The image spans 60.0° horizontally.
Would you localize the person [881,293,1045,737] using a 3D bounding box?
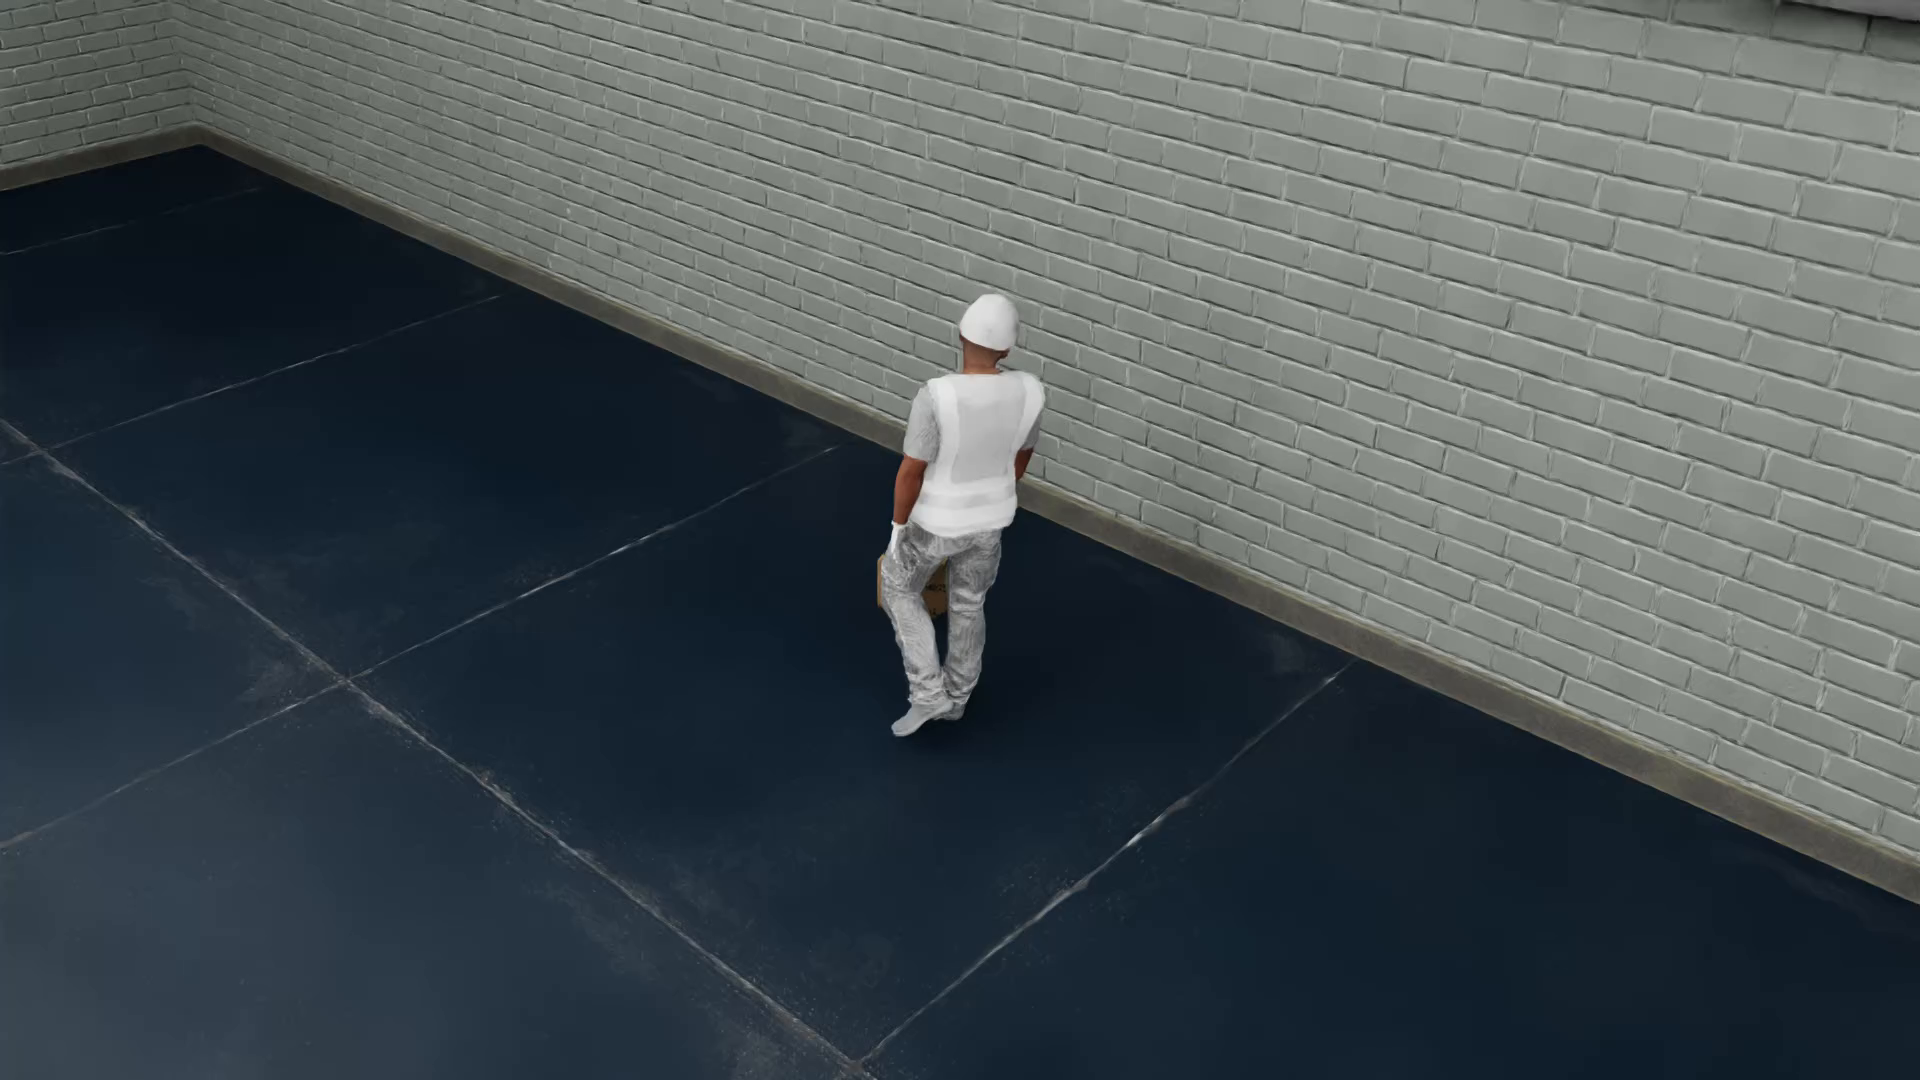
[{"bbox_3d":[-0.009,-0.086,6.251,0.625,1.776,0.456,-15,34,-23],"label":"person"}]
